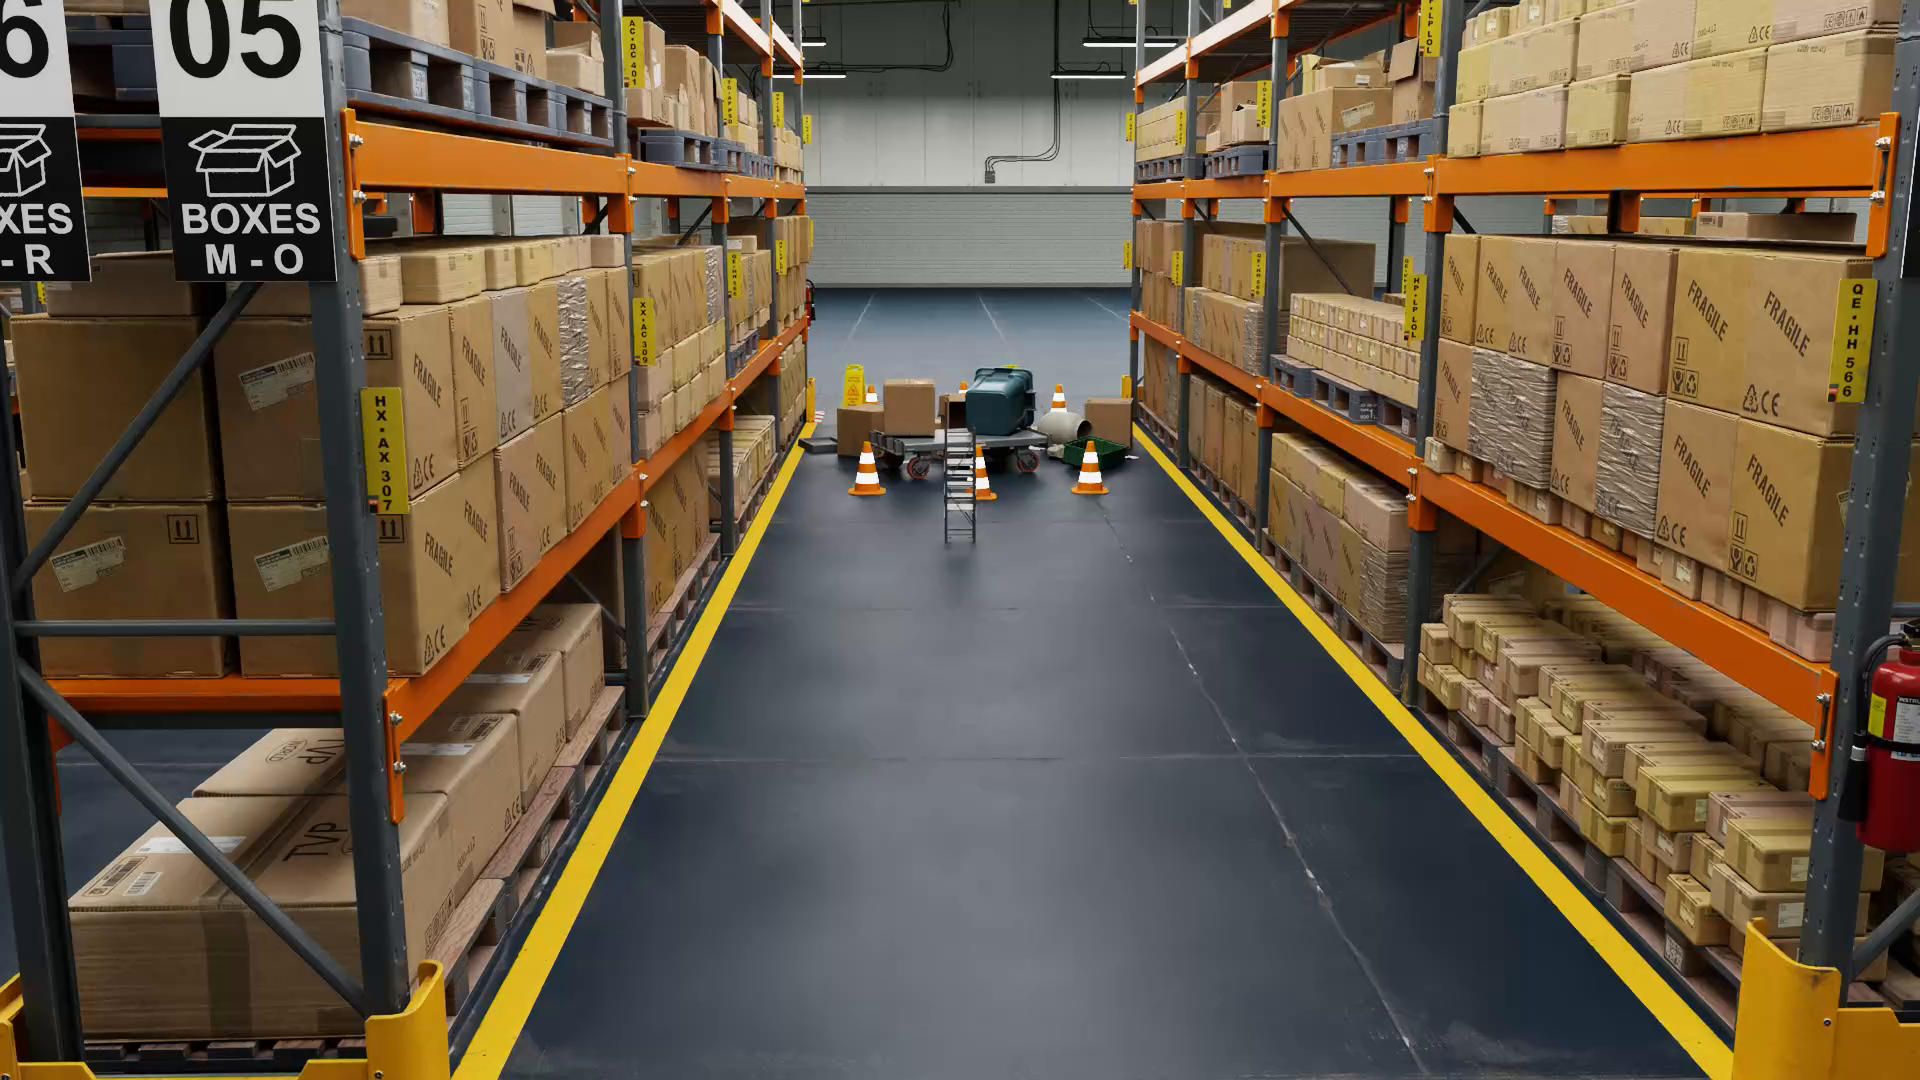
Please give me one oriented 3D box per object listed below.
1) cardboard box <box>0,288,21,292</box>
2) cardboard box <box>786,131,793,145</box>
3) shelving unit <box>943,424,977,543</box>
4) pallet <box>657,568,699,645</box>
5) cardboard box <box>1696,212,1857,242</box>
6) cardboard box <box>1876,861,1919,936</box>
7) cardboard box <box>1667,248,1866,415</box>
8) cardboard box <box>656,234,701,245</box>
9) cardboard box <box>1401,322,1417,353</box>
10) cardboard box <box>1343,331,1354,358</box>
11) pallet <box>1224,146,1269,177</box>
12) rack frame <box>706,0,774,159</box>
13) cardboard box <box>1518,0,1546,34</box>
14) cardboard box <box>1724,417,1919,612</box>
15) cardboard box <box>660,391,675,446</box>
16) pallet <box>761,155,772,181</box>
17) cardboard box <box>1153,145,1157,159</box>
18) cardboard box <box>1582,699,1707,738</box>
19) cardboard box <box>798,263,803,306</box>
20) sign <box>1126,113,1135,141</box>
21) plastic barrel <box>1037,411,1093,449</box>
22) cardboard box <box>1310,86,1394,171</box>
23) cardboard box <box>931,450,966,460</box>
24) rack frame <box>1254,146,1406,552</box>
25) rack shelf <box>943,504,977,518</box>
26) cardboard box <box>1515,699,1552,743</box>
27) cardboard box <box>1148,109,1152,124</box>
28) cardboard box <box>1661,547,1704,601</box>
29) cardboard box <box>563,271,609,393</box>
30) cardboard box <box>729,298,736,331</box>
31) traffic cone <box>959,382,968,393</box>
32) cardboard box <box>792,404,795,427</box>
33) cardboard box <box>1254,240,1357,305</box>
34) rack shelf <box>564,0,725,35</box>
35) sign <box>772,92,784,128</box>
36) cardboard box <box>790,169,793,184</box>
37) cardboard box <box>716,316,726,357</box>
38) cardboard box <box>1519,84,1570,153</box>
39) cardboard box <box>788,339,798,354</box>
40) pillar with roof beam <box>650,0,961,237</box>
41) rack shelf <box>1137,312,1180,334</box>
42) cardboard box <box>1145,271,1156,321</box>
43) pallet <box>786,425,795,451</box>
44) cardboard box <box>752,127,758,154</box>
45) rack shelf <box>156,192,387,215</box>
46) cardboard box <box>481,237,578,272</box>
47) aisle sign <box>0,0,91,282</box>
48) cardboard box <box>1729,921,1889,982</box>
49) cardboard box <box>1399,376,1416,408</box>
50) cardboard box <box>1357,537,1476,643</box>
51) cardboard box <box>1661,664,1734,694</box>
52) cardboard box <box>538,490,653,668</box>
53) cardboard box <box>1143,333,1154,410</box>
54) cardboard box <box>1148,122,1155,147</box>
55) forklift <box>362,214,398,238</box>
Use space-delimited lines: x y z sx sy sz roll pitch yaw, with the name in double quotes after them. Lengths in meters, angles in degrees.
-7.426 -1.866 12.830 0.380 0.149 0.250 0 11 -1 "cardboard box"
-1.990 -4.310 17.843 0.380 0.149 0.250 0 11 0 "cardboard box"
0.000 -0.439 12.962 0.258 0.900 0.210 0 11 -1 "shelving unit"
-2.229 0.412 10.496 1.003 0.211 1.213 0 11 -1 "pallet"
7.509 -2.530 15.422 1.000 1.000 1.000 0 11 -1 "cardboard box"
3.166 1.137 5.276 0.380 0.149 0.250 0 11 1 "cardboard box"
2.651 -0.679 5.346 0.500 0.500 0.500 -1 11 -3 "cardboard box"
-2.619 -2.772 15.490 0.380 0.149 0.250 0 11 -1 "cardboard box"
2.627 -1.105 9.041 0.380 0.149 0.250 -1 11 -3 "cardboard box"
2.601 -1.216 10.334 0.380 0.149 0.250 0 11 1 "cardboard box"
2.688 -2.899 12.734 1.213 0.211 1.003 0 11 1 "pallet"
-2.275 -5.088 15.508 1.000 3.000 0.127 0 11 -1 "rack frame"
2.595 -2.221 7.034 0.380 0.149 0.250 -1 11 -3 "cardboard box"
2.653 -0.086 4.941 0.500 0.500 0.500 0 11 0 "cardboard box"
-1.867 -0.676 9.224 0.500 0.250 0.500 -1 11 -3 "cardboard box"
-2.369 -3.403 15.217 1.213 0.211 1.003 0 11 -1 "pallet"
2.308 -4.215 18.069 0.380 0.149 0.250 0 11 -1 "cardboard box"
2.678 0.733 6.518 0.380 0.149 0.250 -1 11 -3 "cardboard box"
-2.065 -2.932 18.967 0.500 0.500 0.500 0 11 -1 "cardboard box"
2.034 -4.920 19.824 0.100 0.325 0.005 0 11 -1 "sign"
1.115 -1.145 17.640 0.512 0.421 0.421 9 15 38 "plastic barrel"
2.533 -2.599 10.531 0.500 0.500 0.500 0 11 -1 "cardboard box"
-0.146 -0.979 17.218 0.258 0.266 0.396 -10 15 -40 "cardboard box"
2.754 -1.394 12.384 1.000 3.000 0.127 0 11 -1 "rack frame"
0.000 -0.230 13.004 0.258 0.077 0.200 0 11 -1 "rack shelf"
2.587 0.778 7.048 0.380 0.149 0.250 0 11 -2 "cardboard box"
2.298 -4.707 18.489 0.380 0.149 0.250 0 11 -2 "cardboard box"
2.614 0.106 5.623 0.380 0.149 0.250 0 11 0 "cardboard box"
-1.822 -0.904 7.202 0.500 0.500 0.500 0 11 -2 "cardboard box"
-1.970 -1.844 12.549 0.500 0.500 0.500 -1 11 -3 "cardboard box"
0.044 -1.692 20.236 0.336 0.463 0.334 0 11 -1 "traffic cone"
-2.053 -1.336 17.962 0.500 0.250 0.500 0 11 -2 "cardboard box"
2.743 -2.122 13.210 0.700 0.500 0.500 0 11 -2 "cardboard box"
-2.151 -3.347 9.740 1.077 0.370 4.000 0 11 -1 "rack shelf"
-1.720 -4.068 15.730 0.100 0.325 0.005 0 11 -1 "sign"
-1.994 -3.915 17.902 0.380 0.149 0.250 0 11 -2 "cardboard box"
-1.928 -1.429 11.680 0.500 0.250 0.500 0 11 -1 "cardboard box"
2.593 -1.699 6.721 0.500 0.250 0.500 0 11 1 "cardboard box"
-2.000 -2.154 18.473 0.380 0.149 0.250 0 11 1 "cardboard box"
-4.523 -11.701 48.104 9.100 9.000 0.548 0 11 -1 "pillar with roof beam"
2.630 -2.365 18.308 0.919 0.052 3.809 0 11 -1 "rack shelf"
2.561 -2.763 18.755 0.875 0.550 0.550 0 11 -1 "cardboard box"
-2.352 -1.158 18.237 1.003 0.211 1.213 0 11 -1 "pallet"
-2.118 -3.635 15.210 0.500 0.250 0.500 0 11 -2 "cardboard box"
-7.279 -3.642 17.733 1.077 0.370 4.000 0 11 -1 "rack shelf"
-1.893 -1.253 7.291 0.380 0.149 0.250 0 11 -1 "cardboard box"
-2.336 -1.021 4.011 0.394 0.787 0.004 0 11 -1 "aisle sign"
2.700 1.284 5.299 0.380 0.149 0.250 0 11 0 "cardboard box"
2.625 -0.811 9.088 0.380 0.149 0.250 0 11 -1 "cardboard box"
2.570 0.275 9.392 0.500 0.500 0.500 0 11 -2 "cardboard box"
3.205 0.630 7.027 0.380 0.149 0.250 -1 11 -3 "cardboard box"
-2.203 0.155 9.041 0.875 0.875 0.875 0 11 1 "cardboard box"
2.669 -2.014 19.729 0.875 0.875 0.875 0 11 -1 "cardboard box"
2.365 -4.483 18.388 0.500 0.250 0.500 0 11 -2 "cardboard box"
-4.770 -1.310 12.307 1.129 2.867 3.031 0 11 -2 "forklift"
